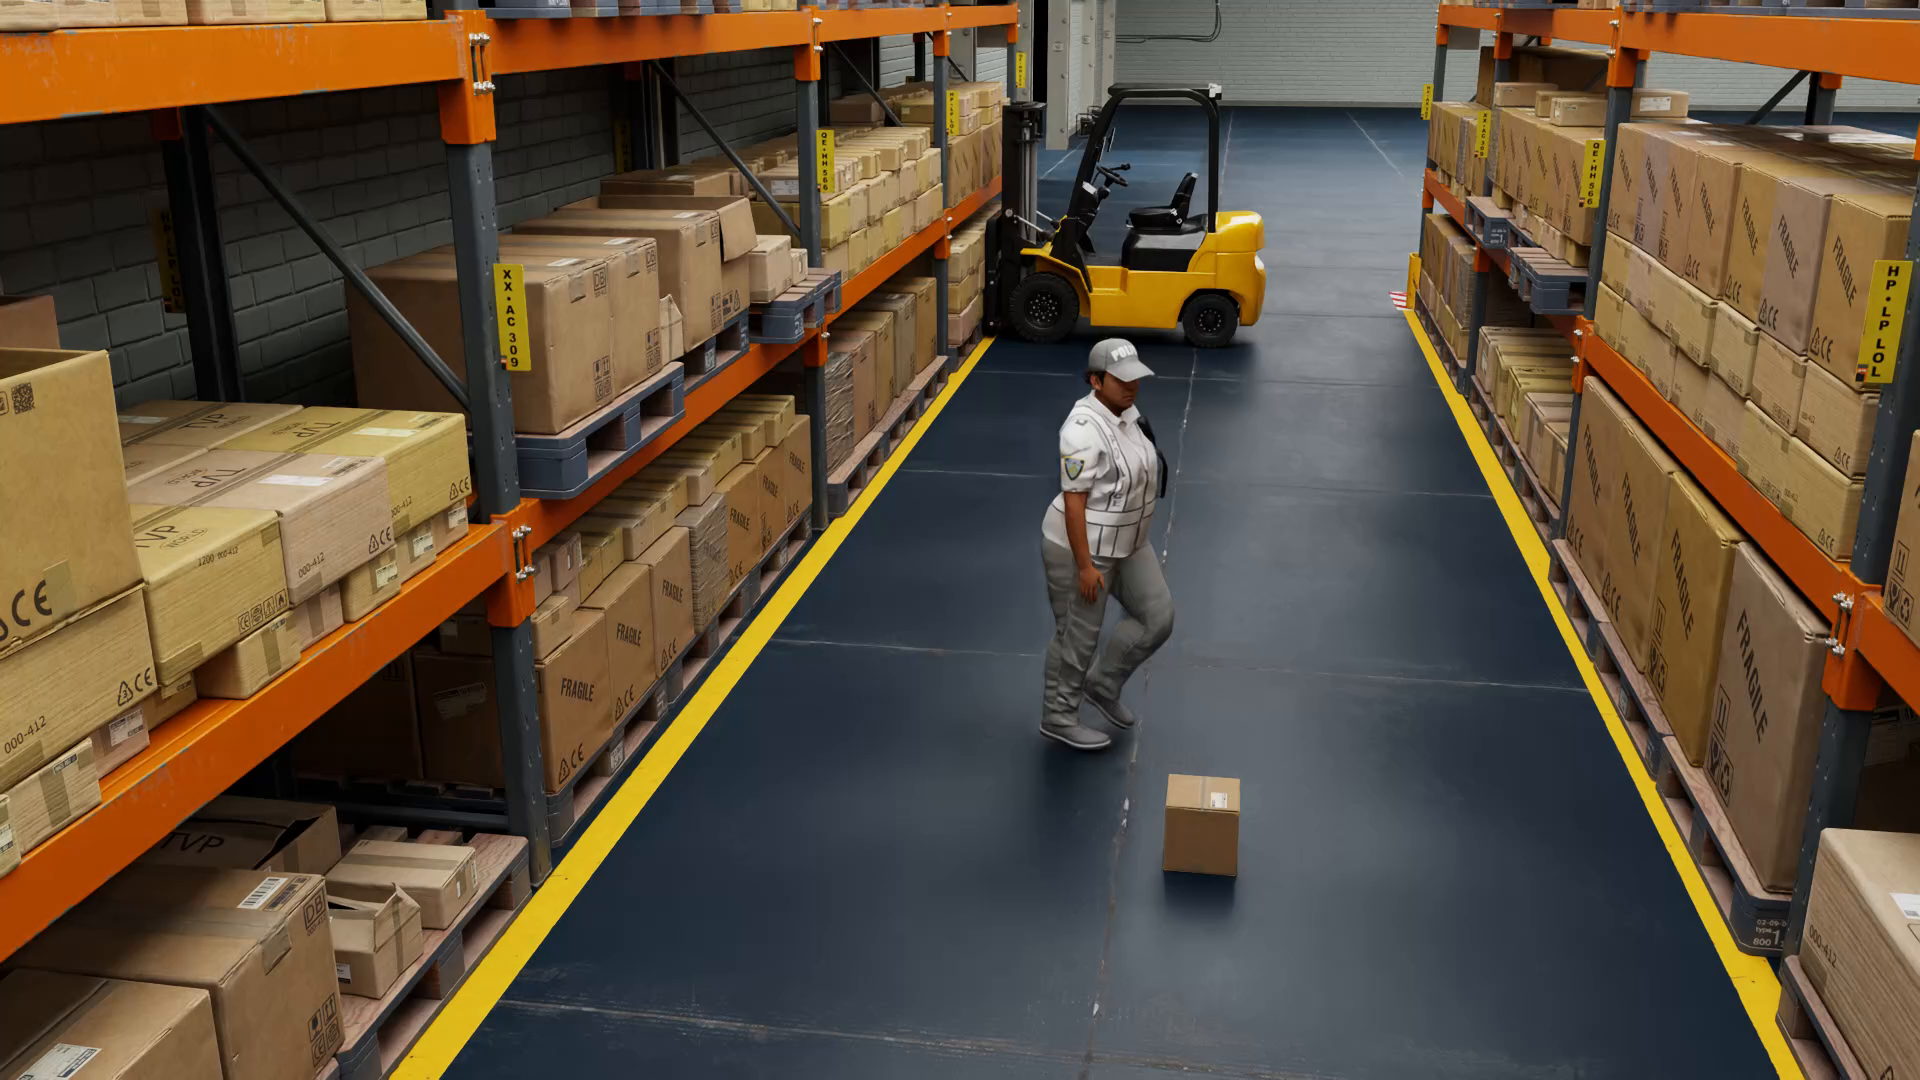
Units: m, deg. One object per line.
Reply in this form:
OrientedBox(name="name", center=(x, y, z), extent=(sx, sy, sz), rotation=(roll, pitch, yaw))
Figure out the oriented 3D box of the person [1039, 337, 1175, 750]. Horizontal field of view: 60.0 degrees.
OrientedBox(name="person", center=(0.548, 0.034, 6.403), extent=(0.469, 1.669, 0.542), rotation=(12, 22, 33))
